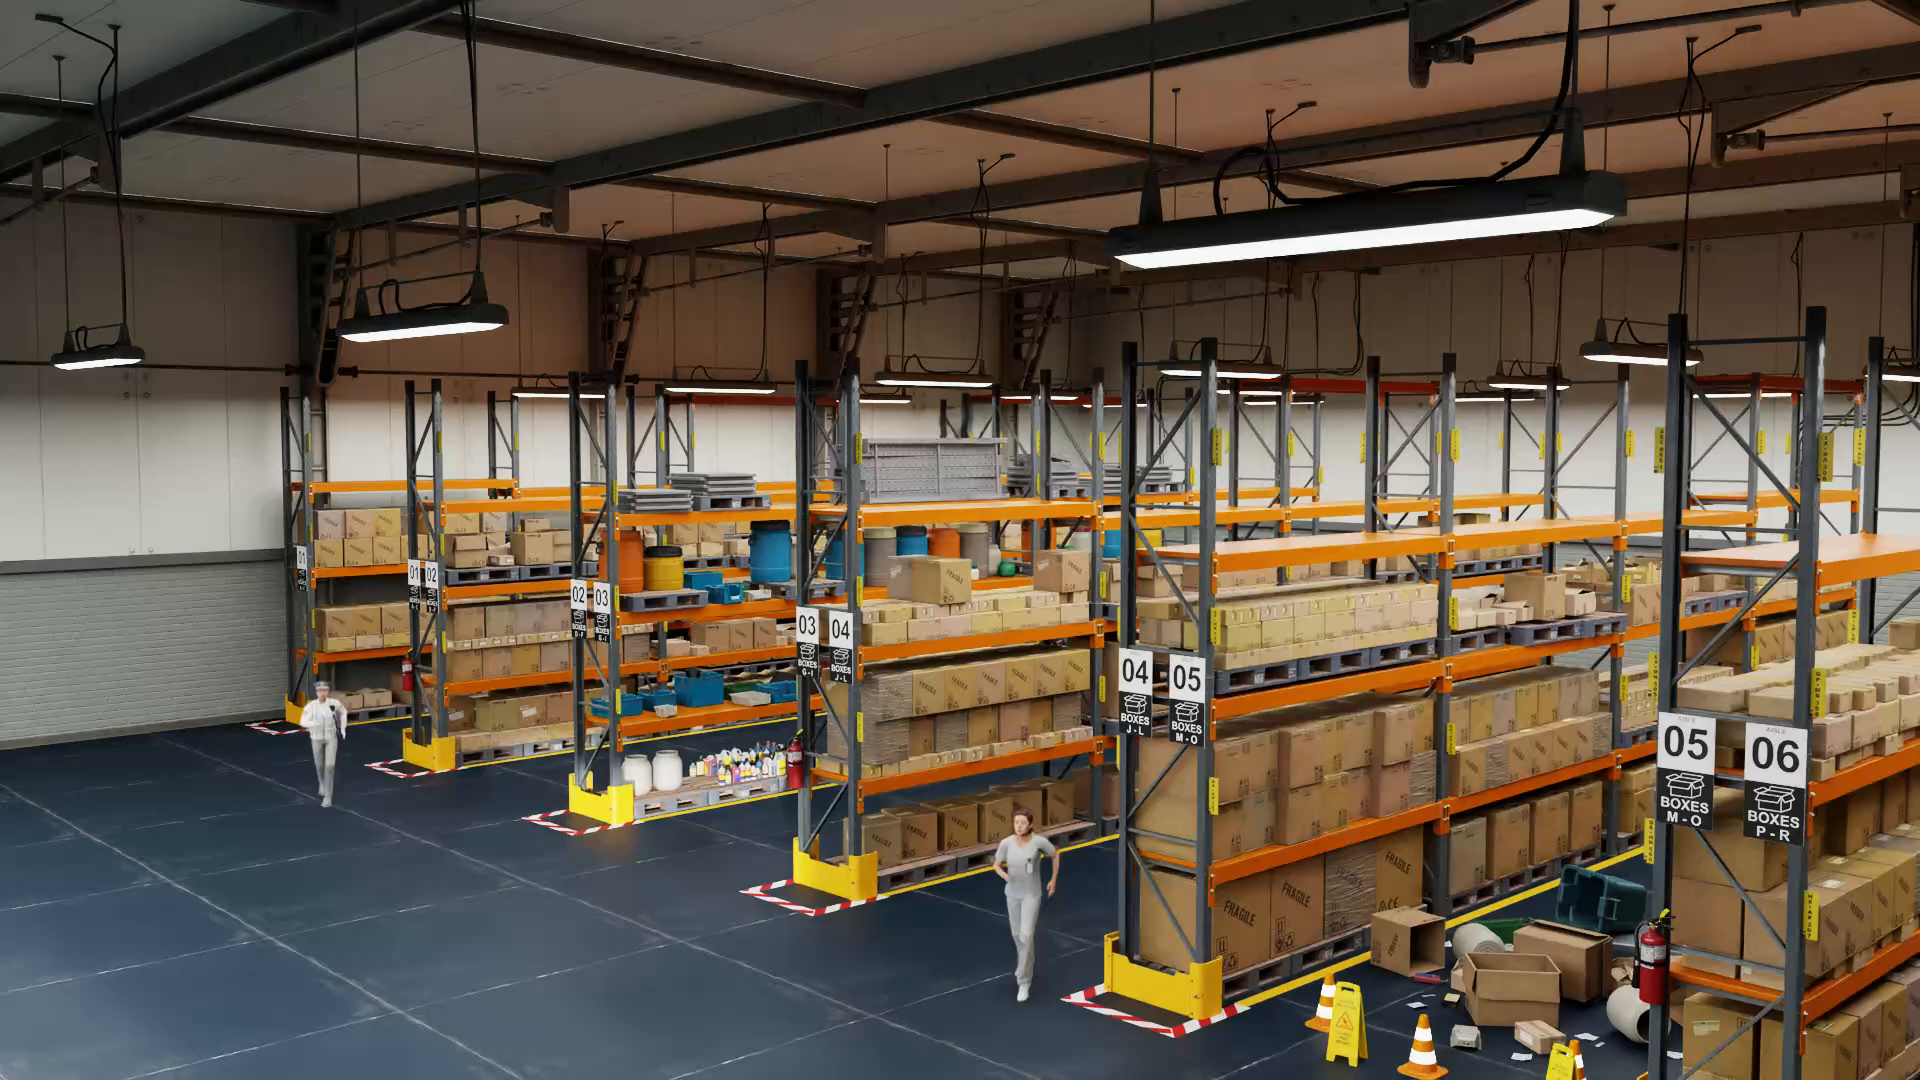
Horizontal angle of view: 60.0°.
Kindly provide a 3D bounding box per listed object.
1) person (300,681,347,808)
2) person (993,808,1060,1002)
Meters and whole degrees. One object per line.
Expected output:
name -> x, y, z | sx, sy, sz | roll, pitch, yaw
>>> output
person -> -8.916, 2.815, 23.311 | 0.585, 1.717, 0.875 | -1, 4, -16
person -> 0.610, 3.346, 15.470 | 0.584, 1.720, 0.779 | 1, 4, 19
